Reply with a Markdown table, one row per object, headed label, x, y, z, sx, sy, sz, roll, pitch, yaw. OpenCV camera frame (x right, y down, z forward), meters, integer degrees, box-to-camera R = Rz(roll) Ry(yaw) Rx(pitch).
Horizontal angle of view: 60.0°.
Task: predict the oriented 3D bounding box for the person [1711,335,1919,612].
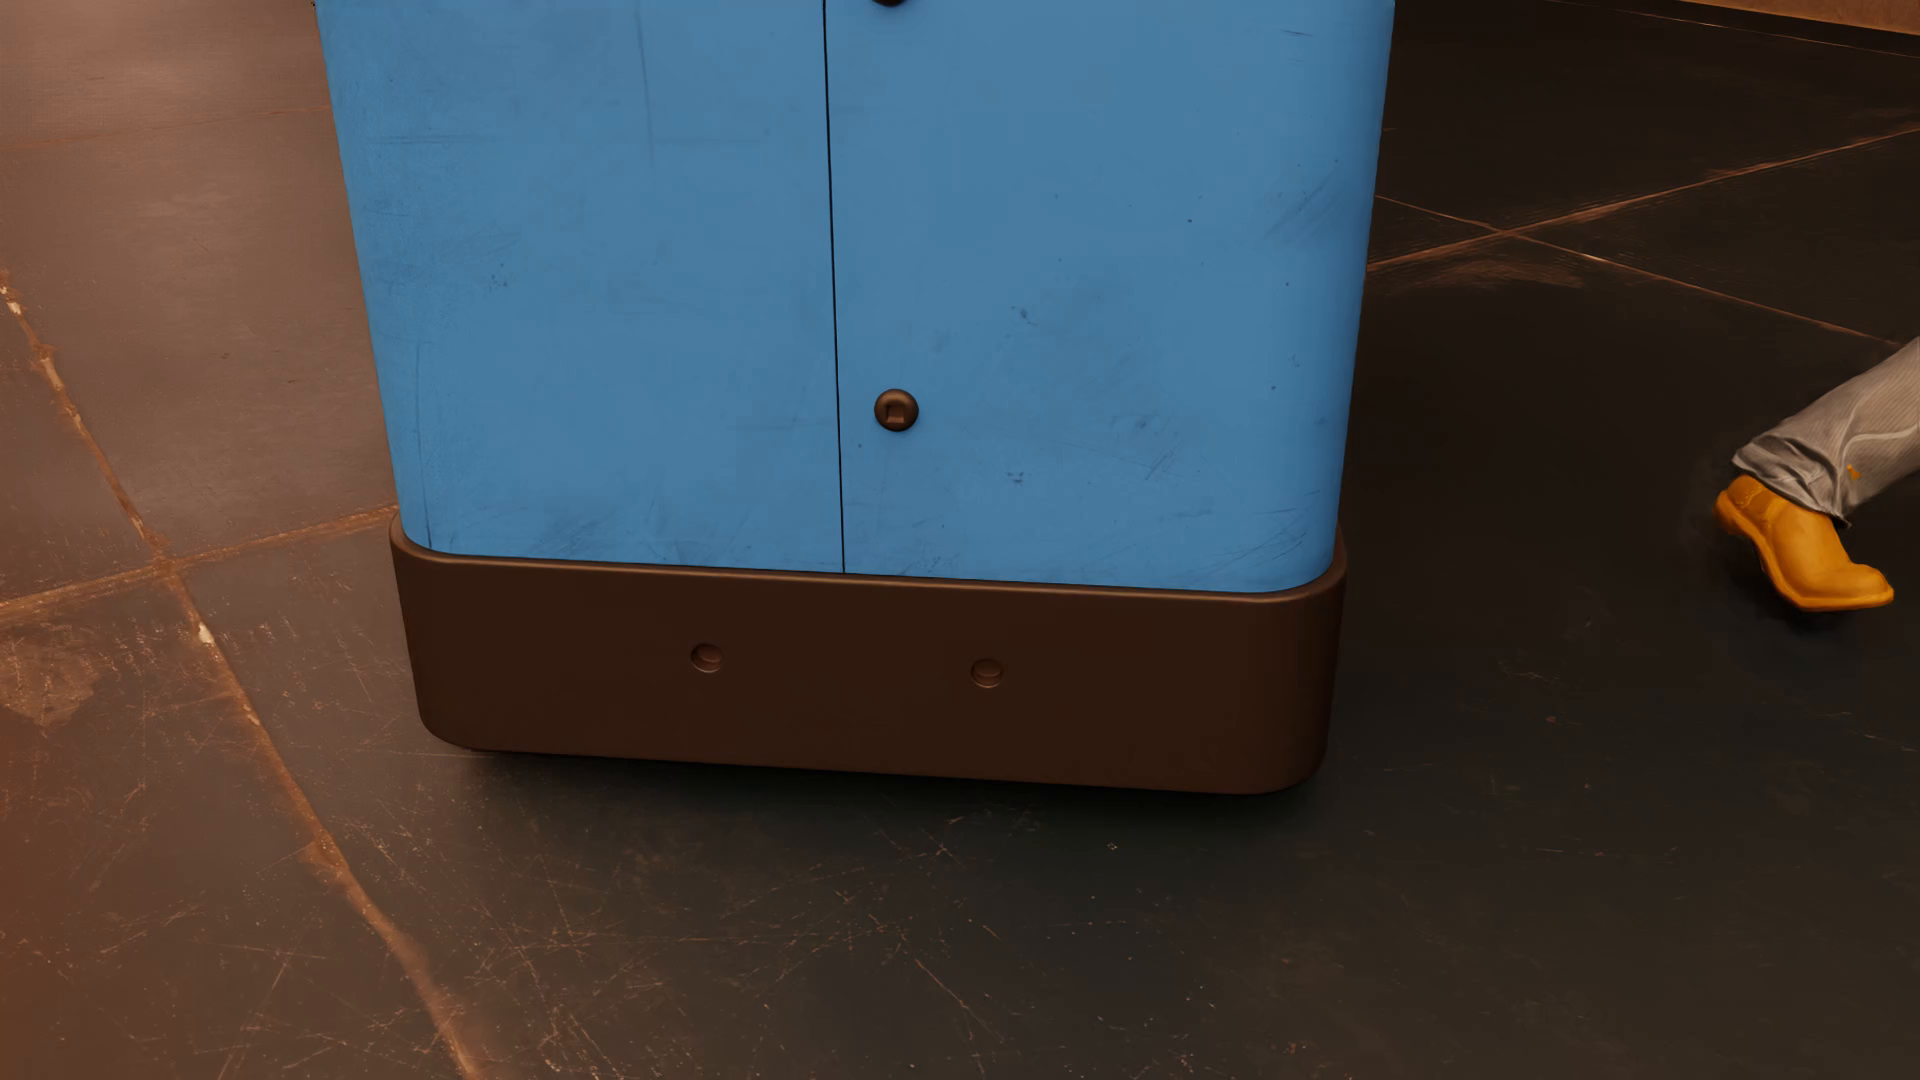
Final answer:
| label | x | y | z | sx | sy | sz | roll | pitch | yaw |
| --- | --- | --- | --- | --- | --- | --- | --- | --- | --- |
| person | 1.615 | -0.517 | 1.847 | 1.012 | 1.531 | 1.039 | -15 | 30 | -27 |

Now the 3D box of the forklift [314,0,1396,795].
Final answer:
| label | x | y | z | sx | sy | sz | roll | pitch | yaw |
| --- | --- | --- | --- | --- | --- | --- | --- | --- | --- |
| forklift | 0.035 | -1.665 | 2.551 | 1.130 | 2.935 | 3.031 | 3 | 27 | 5 |
